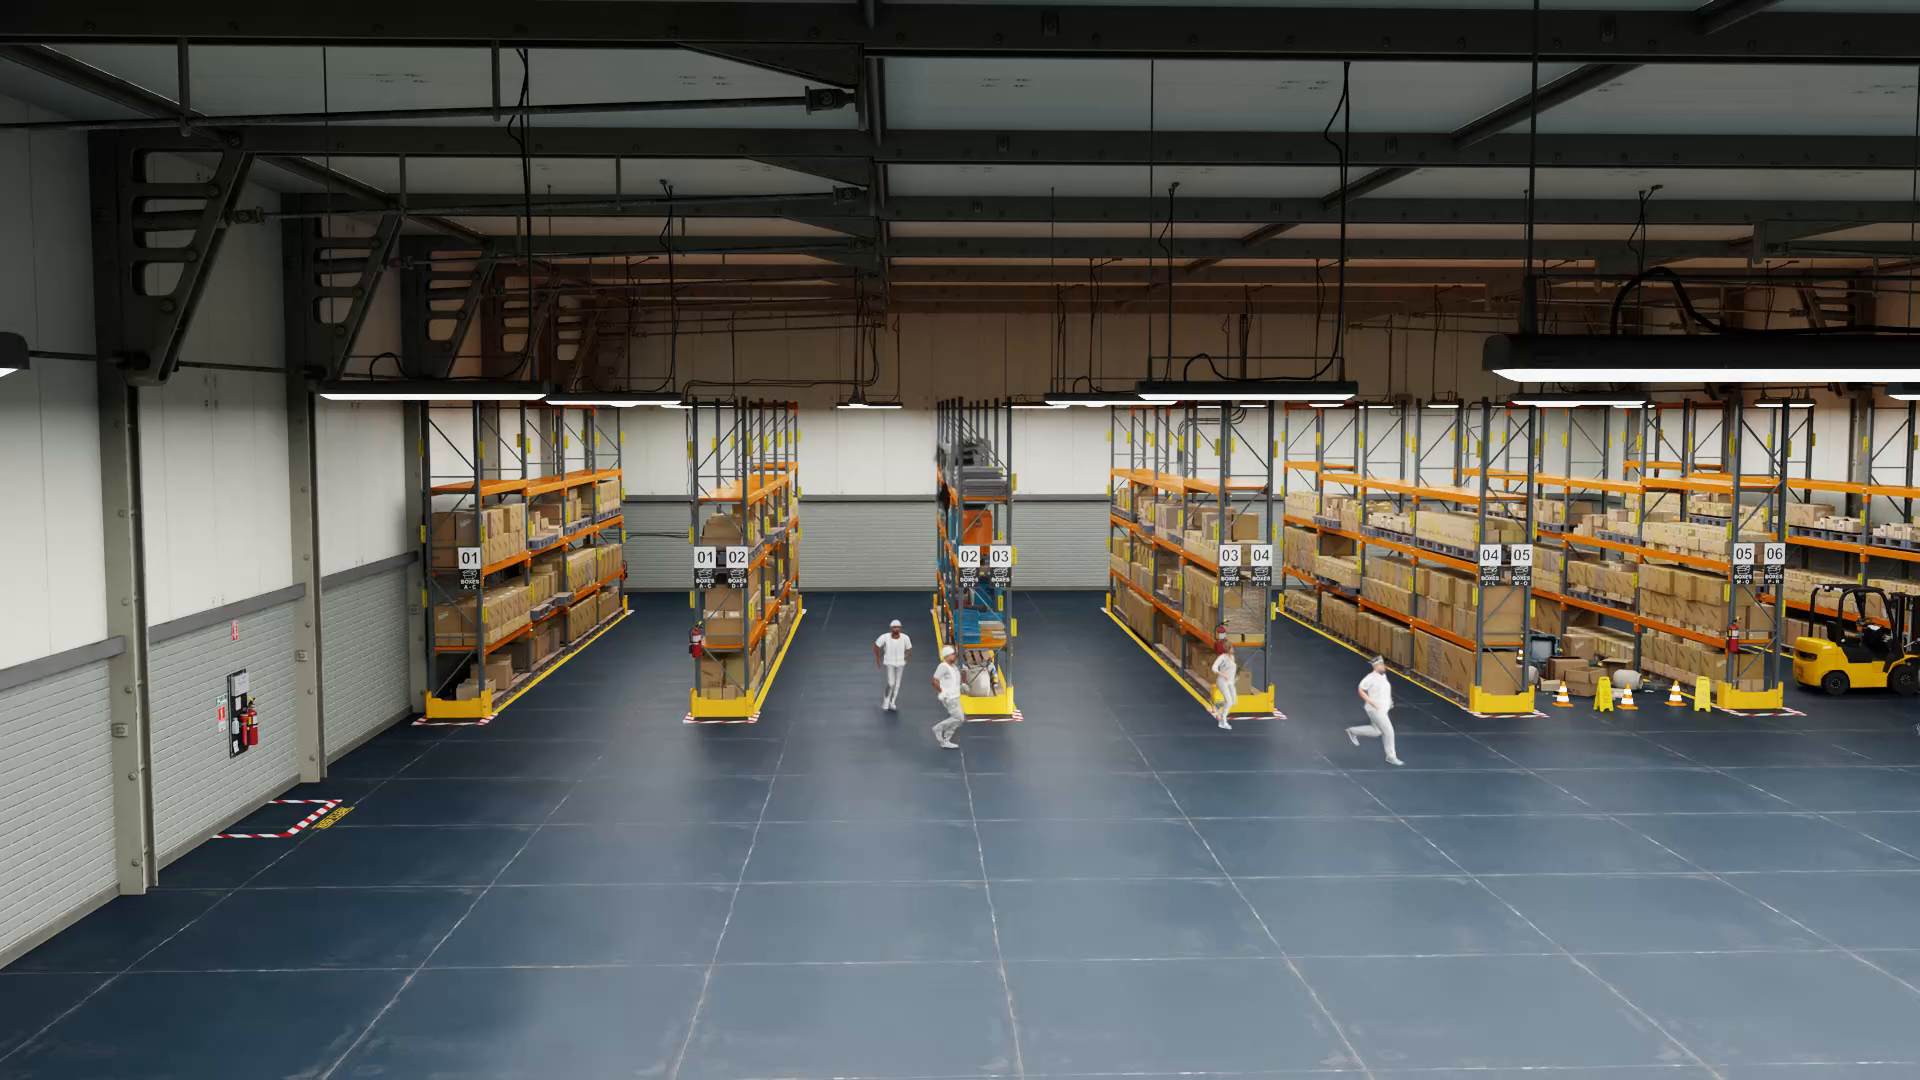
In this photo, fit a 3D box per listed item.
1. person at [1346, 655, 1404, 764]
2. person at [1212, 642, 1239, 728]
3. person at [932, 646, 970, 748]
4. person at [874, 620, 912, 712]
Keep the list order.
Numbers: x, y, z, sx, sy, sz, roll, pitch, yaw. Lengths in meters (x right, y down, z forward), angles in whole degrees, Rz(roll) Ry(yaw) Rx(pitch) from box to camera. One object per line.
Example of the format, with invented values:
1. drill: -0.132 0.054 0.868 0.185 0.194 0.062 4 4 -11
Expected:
1. person: 6.812 2.771 27.274 1.020 1.788 0.643 3 5 31
2. person: 4.831 2.627 30.370 0.604 1.557 0.578 -4 6 -44
3. person: -0.148 2.673 28.250 0.592 1.734 0.683 1 5 17
4. person: -1.247 2.399 31.816 0.697 1.754 0.667 -1 5 -17
